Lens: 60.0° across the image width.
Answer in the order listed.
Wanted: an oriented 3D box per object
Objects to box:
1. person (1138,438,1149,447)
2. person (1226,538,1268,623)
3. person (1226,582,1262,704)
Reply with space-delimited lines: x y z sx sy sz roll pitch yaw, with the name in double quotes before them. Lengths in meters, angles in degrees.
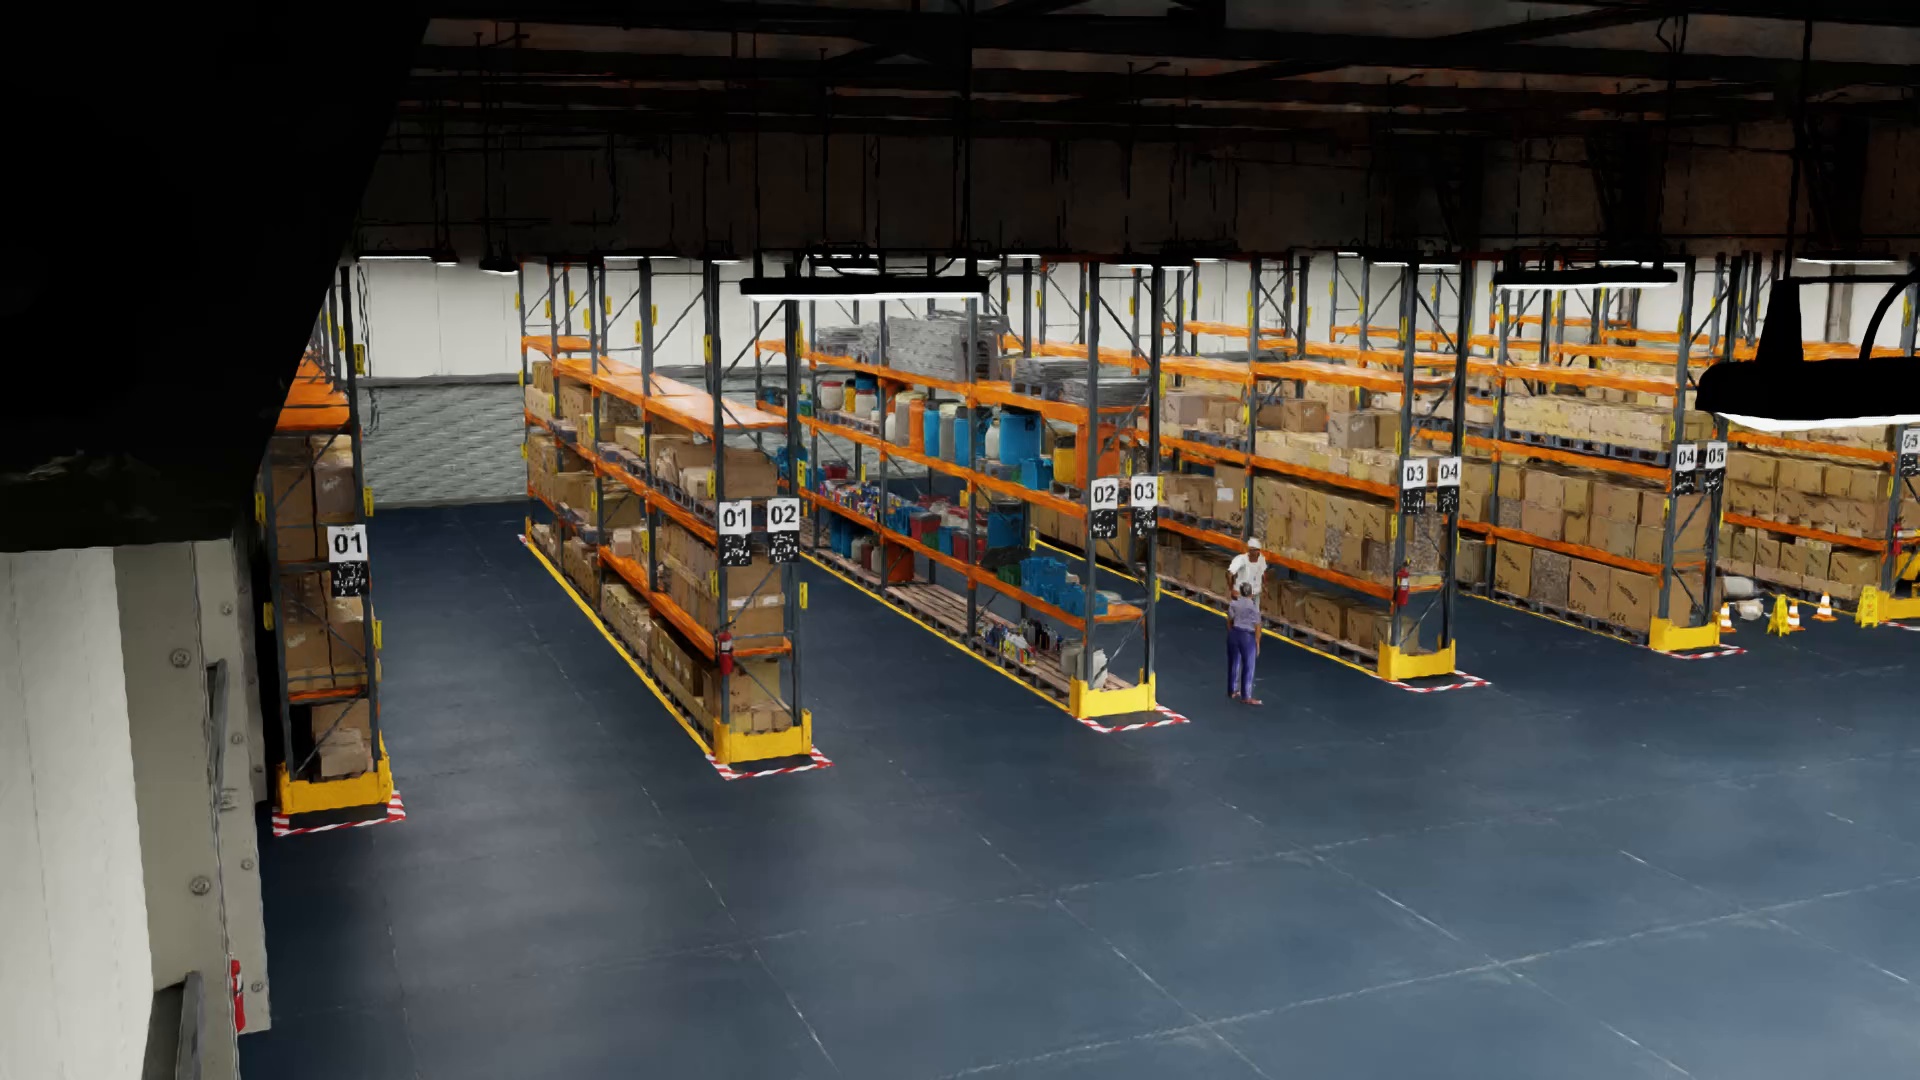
"person" 4.589 -2.203 42.171 0.584 1.774 0.576 2 11 12
"person" 4.496 0.797 25.967 0.719 1.714 0.578 -5 11 -23
"person" 3.911 1.390 22.799 0.580 1.657 0.445 9 14 40
